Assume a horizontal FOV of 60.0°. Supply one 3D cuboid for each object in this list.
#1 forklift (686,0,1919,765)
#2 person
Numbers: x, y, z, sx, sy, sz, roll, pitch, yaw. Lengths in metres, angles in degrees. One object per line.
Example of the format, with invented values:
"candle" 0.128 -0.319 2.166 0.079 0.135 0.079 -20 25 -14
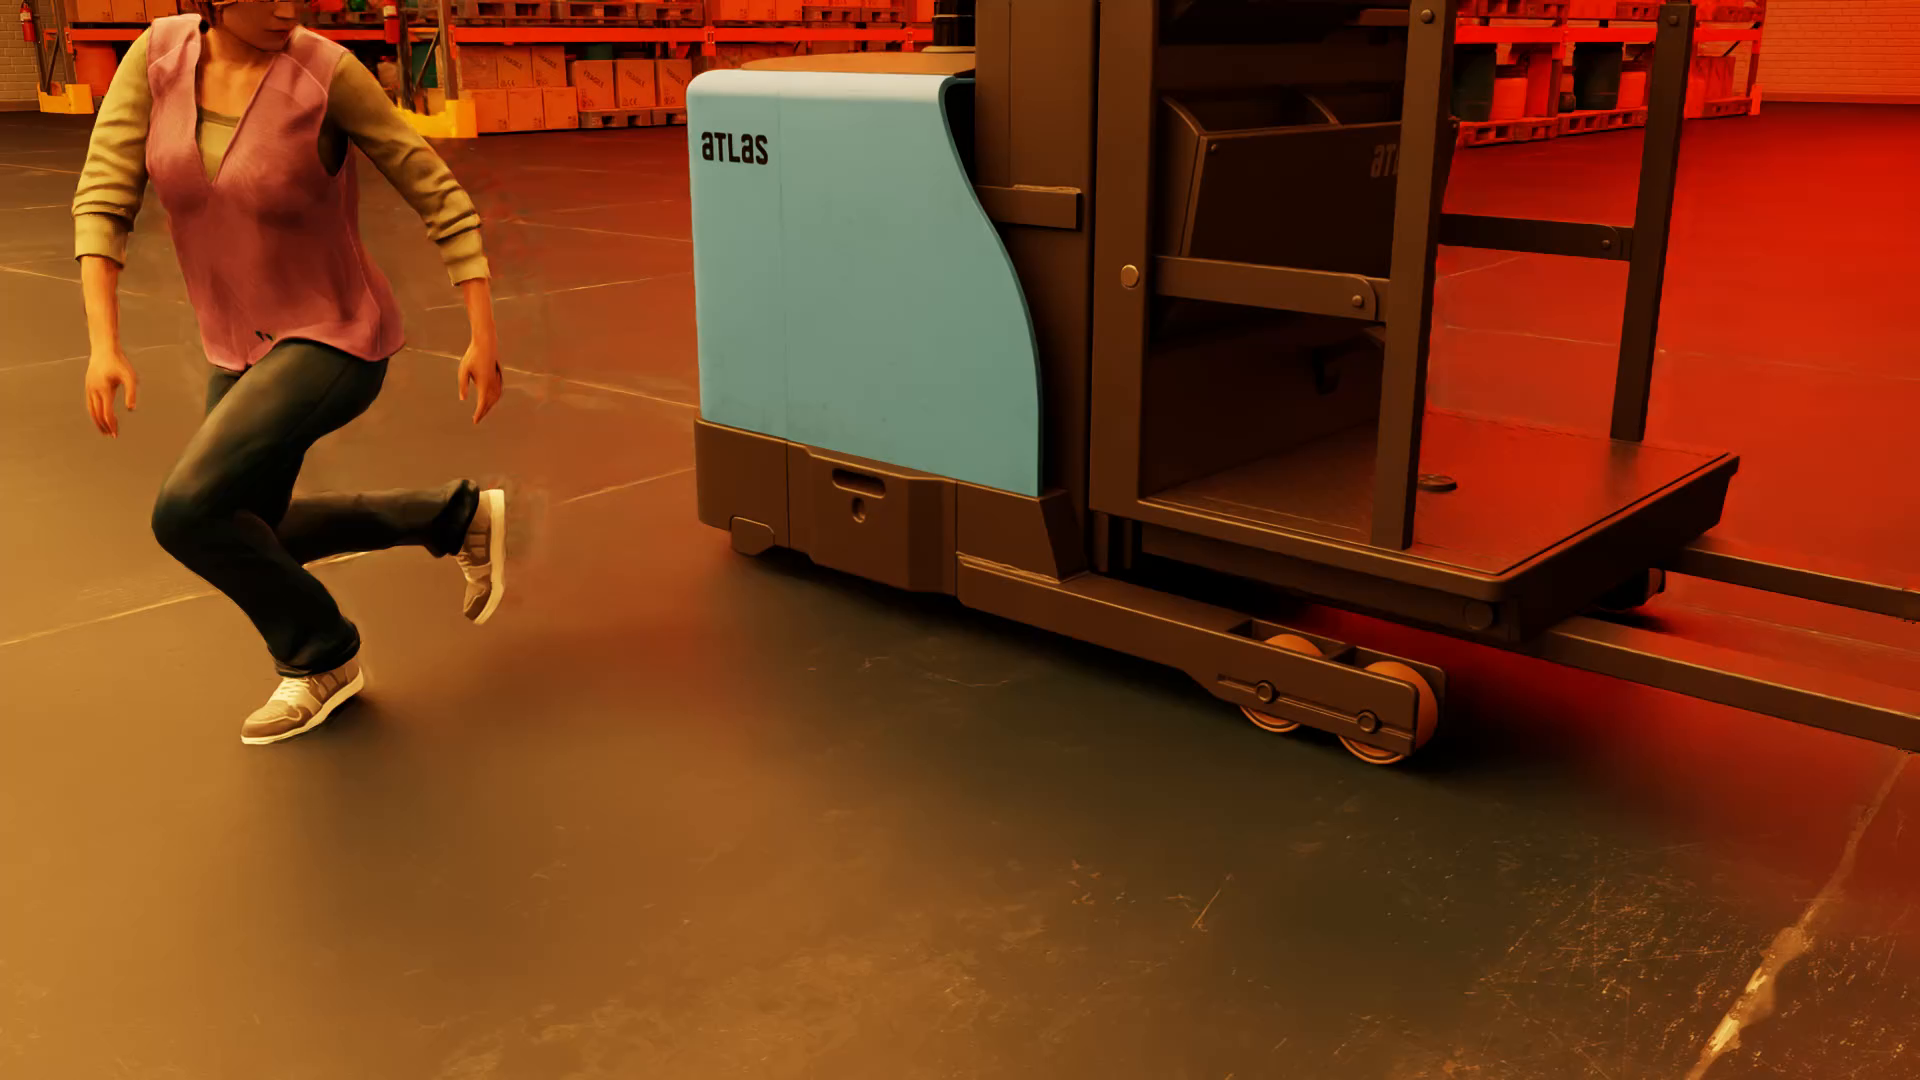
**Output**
"forklift" 0.824 -1.206 2.869 3.031 2.935 1.130 15 22 40
"person" -1.061 -0.351 2.805 0.542 1.375 0.749 9 19 27
